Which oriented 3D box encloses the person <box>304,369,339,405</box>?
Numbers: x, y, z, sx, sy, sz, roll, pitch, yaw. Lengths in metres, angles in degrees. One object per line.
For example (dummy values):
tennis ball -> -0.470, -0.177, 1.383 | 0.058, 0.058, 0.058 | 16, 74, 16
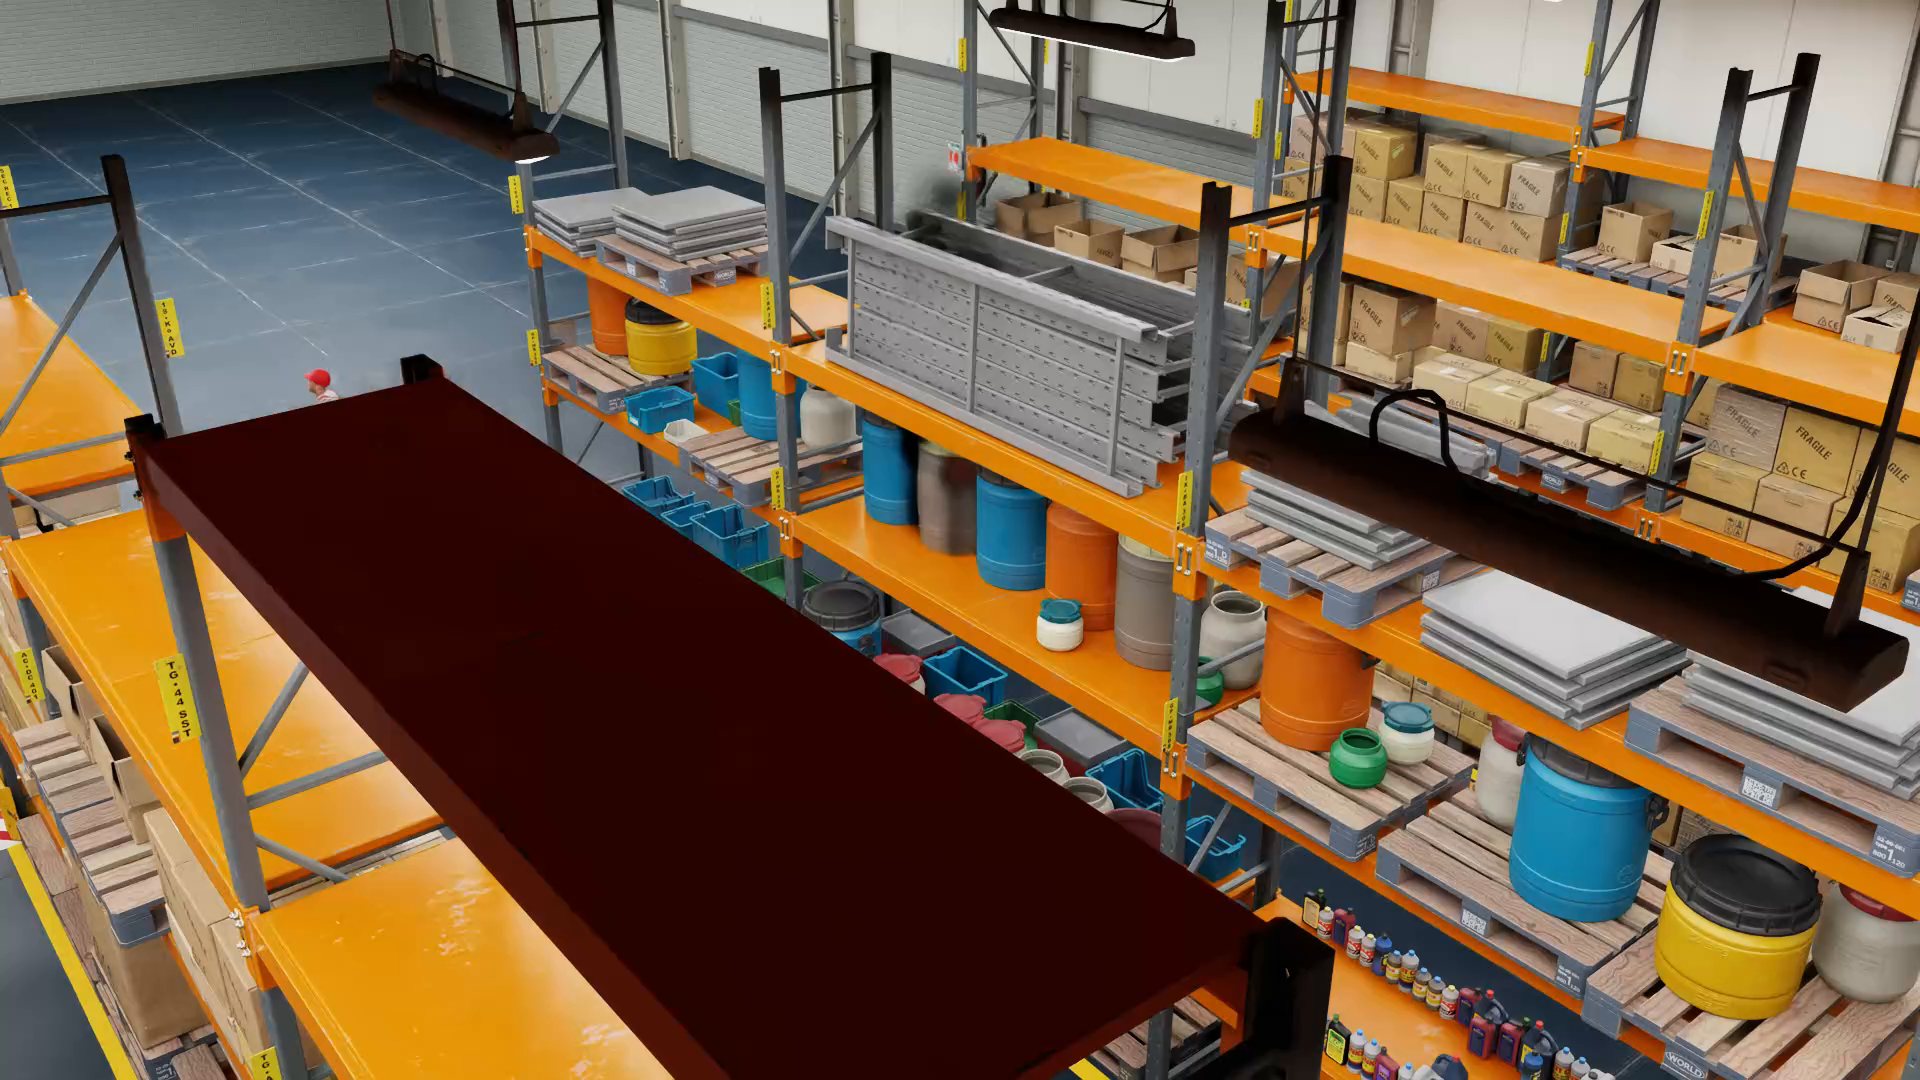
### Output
person -> -6.840, -1.007, 18.297 | 0.925, 1.829, 0.673 | -3, 26, -6
